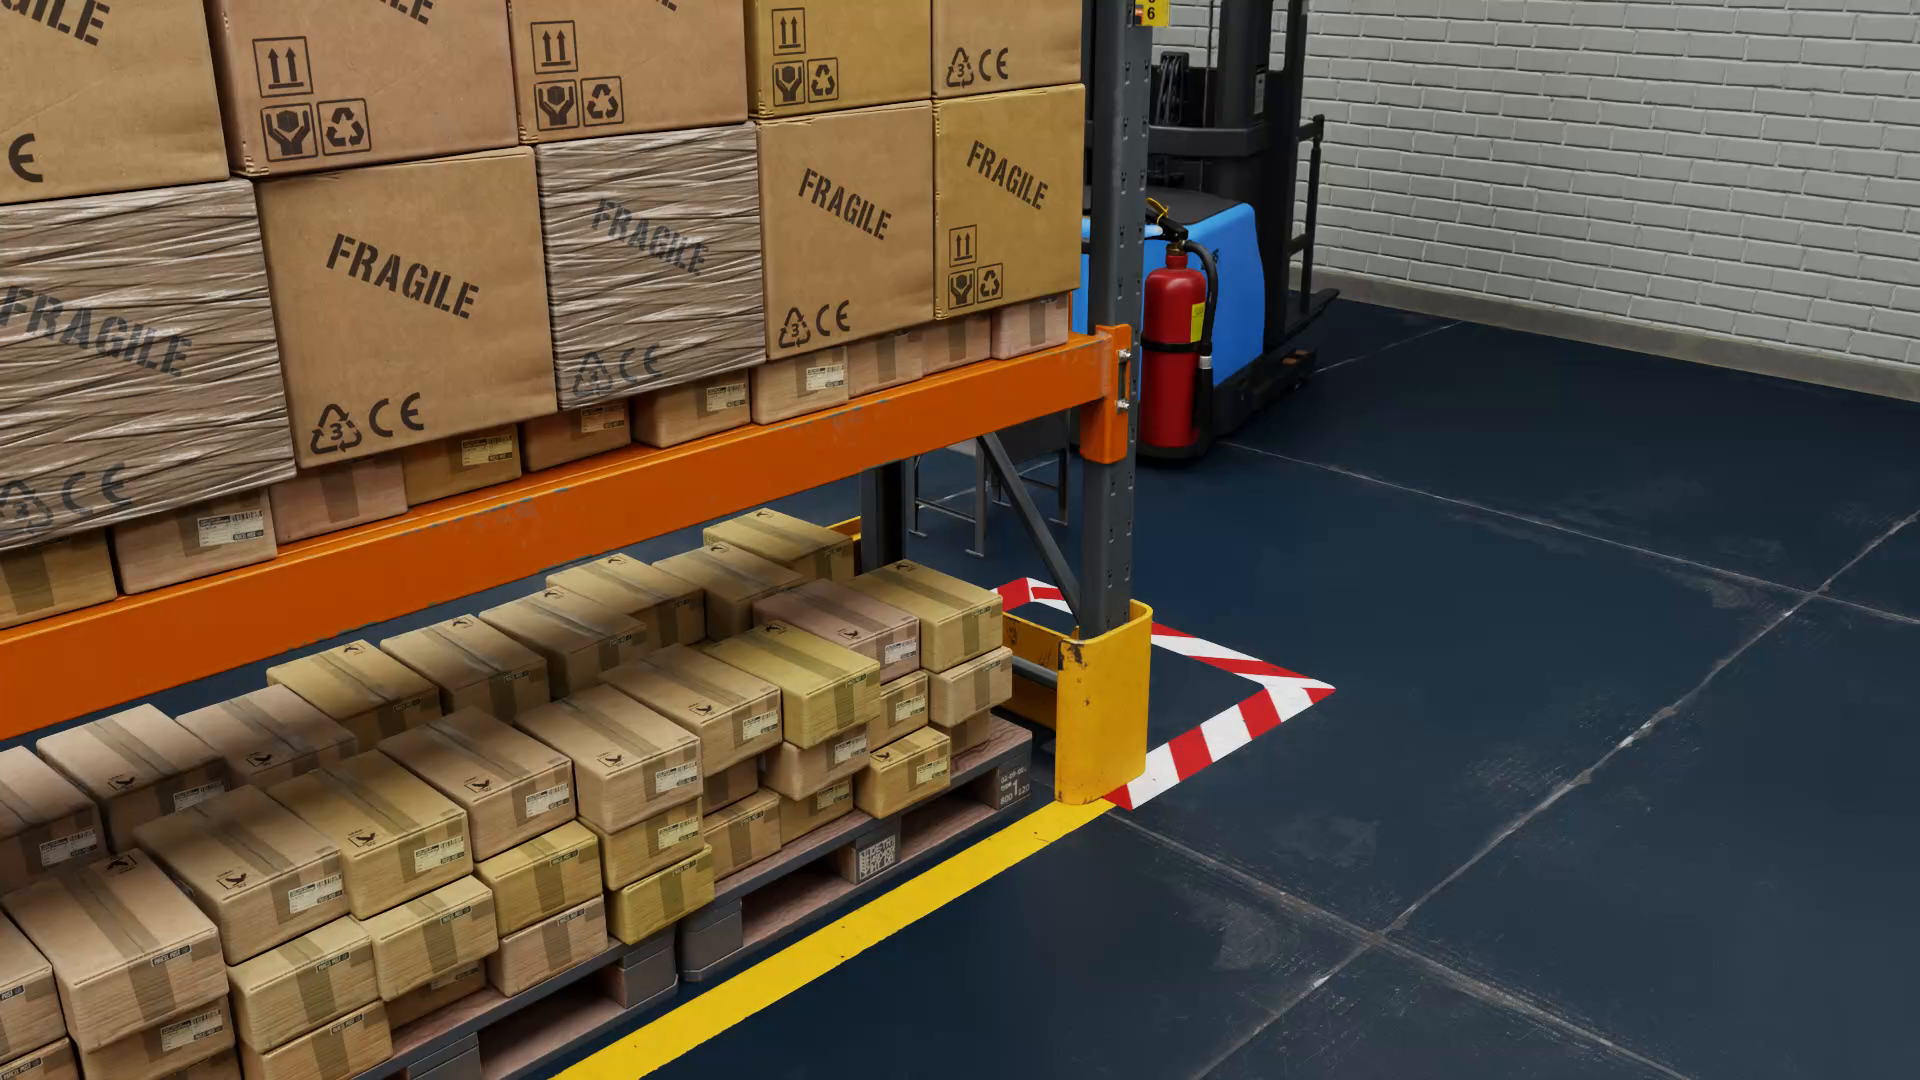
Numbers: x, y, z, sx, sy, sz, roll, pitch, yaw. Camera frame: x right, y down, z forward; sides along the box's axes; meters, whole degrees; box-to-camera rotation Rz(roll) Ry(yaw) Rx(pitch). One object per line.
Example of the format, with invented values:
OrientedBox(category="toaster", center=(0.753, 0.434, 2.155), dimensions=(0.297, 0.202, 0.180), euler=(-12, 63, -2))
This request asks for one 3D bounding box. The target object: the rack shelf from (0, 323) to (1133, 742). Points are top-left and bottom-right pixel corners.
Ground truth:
OrientedBox(category="rack shelf", center=(-1.313, -0.009, 3.420), dimensions=(1.077, 0.370, 4.000), euler=(19, 28, 41))

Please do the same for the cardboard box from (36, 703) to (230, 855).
OrientedBox(category="cardboard box", center=(-1.789, 0.516, 3.610), dimensions=(0.380, 0.149, 0.250), euler=(18, 27, 39))

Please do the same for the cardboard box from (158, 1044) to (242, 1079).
OrientedBox(category="cardboard box", center=(-1.598, 0.990, 3.206), dimensions=(0.380, 0.149, 0.250), euler=(18, 27, 38))

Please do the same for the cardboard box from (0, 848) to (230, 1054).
OrientedBox(category="cardboard box", center=(-1.542, 0.739, 3.031), dimensions=(0.250, 0.149, 0.380), euler=(-19, 28, -41))

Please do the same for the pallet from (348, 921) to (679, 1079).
OrientedBox(category="pallet", center=(-1.414, 0.974, 3.745), dimensions=(1.003, 0.211, 1.213), euler=(19, 28, 41))

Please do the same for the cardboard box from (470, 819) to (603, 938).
OrientedBox(category="cardboard box", center=(-0.987, 0.676, 3.609), dimensions=(0.250, 0.149, 0.380), euler=(-18, 28, -39))

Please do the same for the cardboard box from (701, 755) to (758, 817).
OrientedBox(category="cardboard box", center=(-0.704, 0.521, 4.011), dimensions=(0.380, 0.149, 0.250), euler=(19, 28, 40))

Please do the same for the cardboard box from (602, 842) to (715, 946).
OrientedBox(category="cardboard box", center=(-0.784, 0.749, 3.833), dimensions=(0.380, 0.149, 0.250), euler=(18, 27, 38))

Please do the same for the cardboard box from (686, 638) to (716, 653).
OrientedBox(category="cardboard box", center=(-0.806, 0.349, 4.460), dimensions=(0.380, 0.149, 0.250), euler=(20, 29, 41))

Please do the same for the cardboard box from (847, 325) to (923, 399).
OrientedBox(category="cardboard box", center=(-0.307, -0.464, 3.952), dimensions=(0.380, 0.149, 0.250), euler=(19, 28, 40))

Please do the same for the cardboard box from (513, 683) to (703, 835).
OrientedBox(category="cardboard box", center=(-0.785, 0.480, 3.704), dimensions=(0.250, 0.149, 0.380), euler=(-19, 28, -40))

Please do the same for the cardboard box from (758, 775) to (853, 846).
OrientedBox(category="cardboard box", center=(-0.488, 0.601, 4.218), dimensions=(0.380, 0.149, 0.250), euler=(19, 28, 40))

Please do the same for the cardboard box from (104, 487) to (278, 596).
OrientedBox(category="cardboard box", center=(-1.392, -0.055, 2.887), dimensions=(0.250, 0.149, 0.380), euler=(-19, 28, -40))

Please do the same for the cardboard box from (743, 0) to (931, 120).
OrientedBox(category="cardboard box", center=(-0.412, -1.201, 3.571), dimensions=(0.500, 0.500, 0.500), euler=(18, 27, 39))

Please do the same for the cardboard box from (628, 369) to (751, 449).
OrientedBox(category="cardboard box", center=(-0.674, -0.332, 3.609), dimensions=(0.380, 0.149, 0.250), euler=(18, 27, 38))

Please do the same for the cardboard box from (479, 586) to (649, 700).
OrientedBox(category="cardboard box", center=(-1.014, 0.266, 4.261), dimensions=(0.380, 0.149, 0.250), euler=(18, 27, 38))

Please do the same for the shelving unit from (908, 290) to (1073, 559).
OrientedBox(category="shelving unit", center=(0.115, -1.023, 6.309), dimensions=(0.431, 2.100, 0.503), euler=(19, 28, 41))

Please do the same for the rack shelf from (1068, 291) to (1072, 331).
OrientedBox(category="rack shelf", center=(0.115, -1.010, 6.313), dimensions=(0.431, 0.518, 0.480), euler=(19, 28, 41))

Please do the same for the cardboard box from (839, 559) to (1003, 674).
OrientedBox(category="cardboard box", center=(-0.106, 0.198, 4.438), dimensions=(0.380, 0.149, 0.250), euler=(20, 28, 41))

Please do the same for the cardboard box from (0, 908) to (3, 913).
OrientedBox(category="cardboard box", center=(-1.953, 0.748, 3.420), dimensions=(0.250, 0.149, 0.380), euler=(-19, 28, -41))

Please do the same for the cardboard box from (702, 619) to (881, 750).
OrientedBox(category="cardboard box", center=(-0.412, 0.346, 4.052), dimensions=(0.380, 0.149, 0.250), euler=(18, 28, 39))

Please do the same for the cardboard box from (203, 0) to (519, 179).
OrientedBox(category="cardboard box", center=(-1.135, -0.928, 2.861), dimensions=(0.500, 0.500, 0.500), euler=(18, 27, 39))

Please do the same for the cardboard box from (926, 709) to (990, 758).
OrientedBox(category="cardboard box", center=(-0.136, 0.463, 4.576), dimensions=(0.250, 0.149, 0.380), euler=(-20, 28, -41))

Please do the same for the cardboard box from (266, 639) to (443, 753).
OrientedBox(category="cardboard box", center=(-1.431, 0.391, 3.935), dimensions=(0.250, 0.149, 0.380), euler=(-20, 28, -41))

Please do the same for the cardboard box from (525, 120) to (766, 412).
OrientedBox(category="cardboard box", center=(-0.757, -0.601, 3.402), dimensions=(0.500, 0.500, 0.500), euler=(19, 28, 41))

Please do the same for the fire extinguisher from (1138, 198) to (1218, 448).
OrientedBox(category="fire extinguisher", center=(0.589, -0.598, 4.577), dimensions=(0.296, 0.674, 0.183), euler=(19, 28, 41))

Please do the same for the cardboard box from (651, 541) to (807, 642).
OrientedBox(category="cardboard box", center=(-0.633, 0.149, 4.566), dimensions=(0.250, 0.149, 0.380), euler=(-20, 28, -41))

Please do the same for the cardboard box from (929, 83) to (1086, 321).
OrientedBox(category="cardboard box", center=(-0.047, -0.864, 4.089), dimensions=(0.500, 0.500, 0.500), euler=(-19, 28, -41))

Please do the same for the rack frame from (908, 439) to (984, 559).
OrientedBox(category="rack frame", center=(-0.055, -0.960, 6.145), dimensions=(0.400, 2.100, 0.015), euler=(19, 28, 41))

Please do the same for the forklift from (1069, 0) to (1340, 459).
OrientedBox(category="forklift", center=(1.226, -2.210, 8.239), dimensions=(1.130, 2.935, 3.031), euler=(11, 24, 26))

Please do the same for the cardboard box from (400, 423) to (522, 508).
OrientedBox(category="cardboard box", center=(-1.078, -0.206, 3.279), dimensions=(0.250, 0.149, 0.380), euler=(-20, 28, -41))

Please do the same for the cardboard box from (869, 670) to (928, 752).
OrientedBox(category="cardboard box", center=(-0.302, 0.398, 4.332), dimensions=(0.380, 0.149, 0.250), euler=(18, 28, 39))

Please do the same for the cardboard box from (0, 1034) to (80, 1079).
OrientedBox(category="cardboard box", center=(-1.779, 0.924, 2.963), dimensions=(0.380, 0.149, 0.250), euler=(17, 27, 38))

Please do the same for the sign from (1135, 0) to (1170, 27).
OrientedBox(category="sign", center=(0.466, -1.403, 3.989), dimensions=(0.100, 0.325, 0.005), euler=(19, 28, 41))

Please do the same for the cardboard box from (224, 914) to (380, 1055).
OrientedBox(category="cardboard box", center=(-1.349, 0.810, 3.259), dimensions=(0.380, 0.149, 0.250), euler=(19, 28, 40))

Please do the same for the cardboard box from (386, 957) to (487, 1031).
OrientedBox(category="cardboard box", center=(-1.220, 0.861, 3.543), dimensions=(0.250, 0.149, 0.380), euler=(-19, 28, -41))

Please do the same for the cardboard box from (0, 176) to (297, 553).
OrientedBox(category="cardboard box", center=(-1.465, -0.330, 2.698), dimensions=(0.500, 0.500, 0.500), euler=(18, 28, 40))

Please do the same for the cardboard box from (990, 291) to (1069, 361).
OrientedBox(category="cardboard box", center=(0.057, -0.587, 4.271), dimensions=(0.380, 0.149, 0.250), euler=(19, 28, 41))

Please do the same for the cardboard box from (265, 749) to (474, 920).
OrientedBox(category="cardboard box", center=(-1.211, 0.594, 3.406), dimensions=(0.380, 0.149, 0.250), euler=(19, 28, 41))
